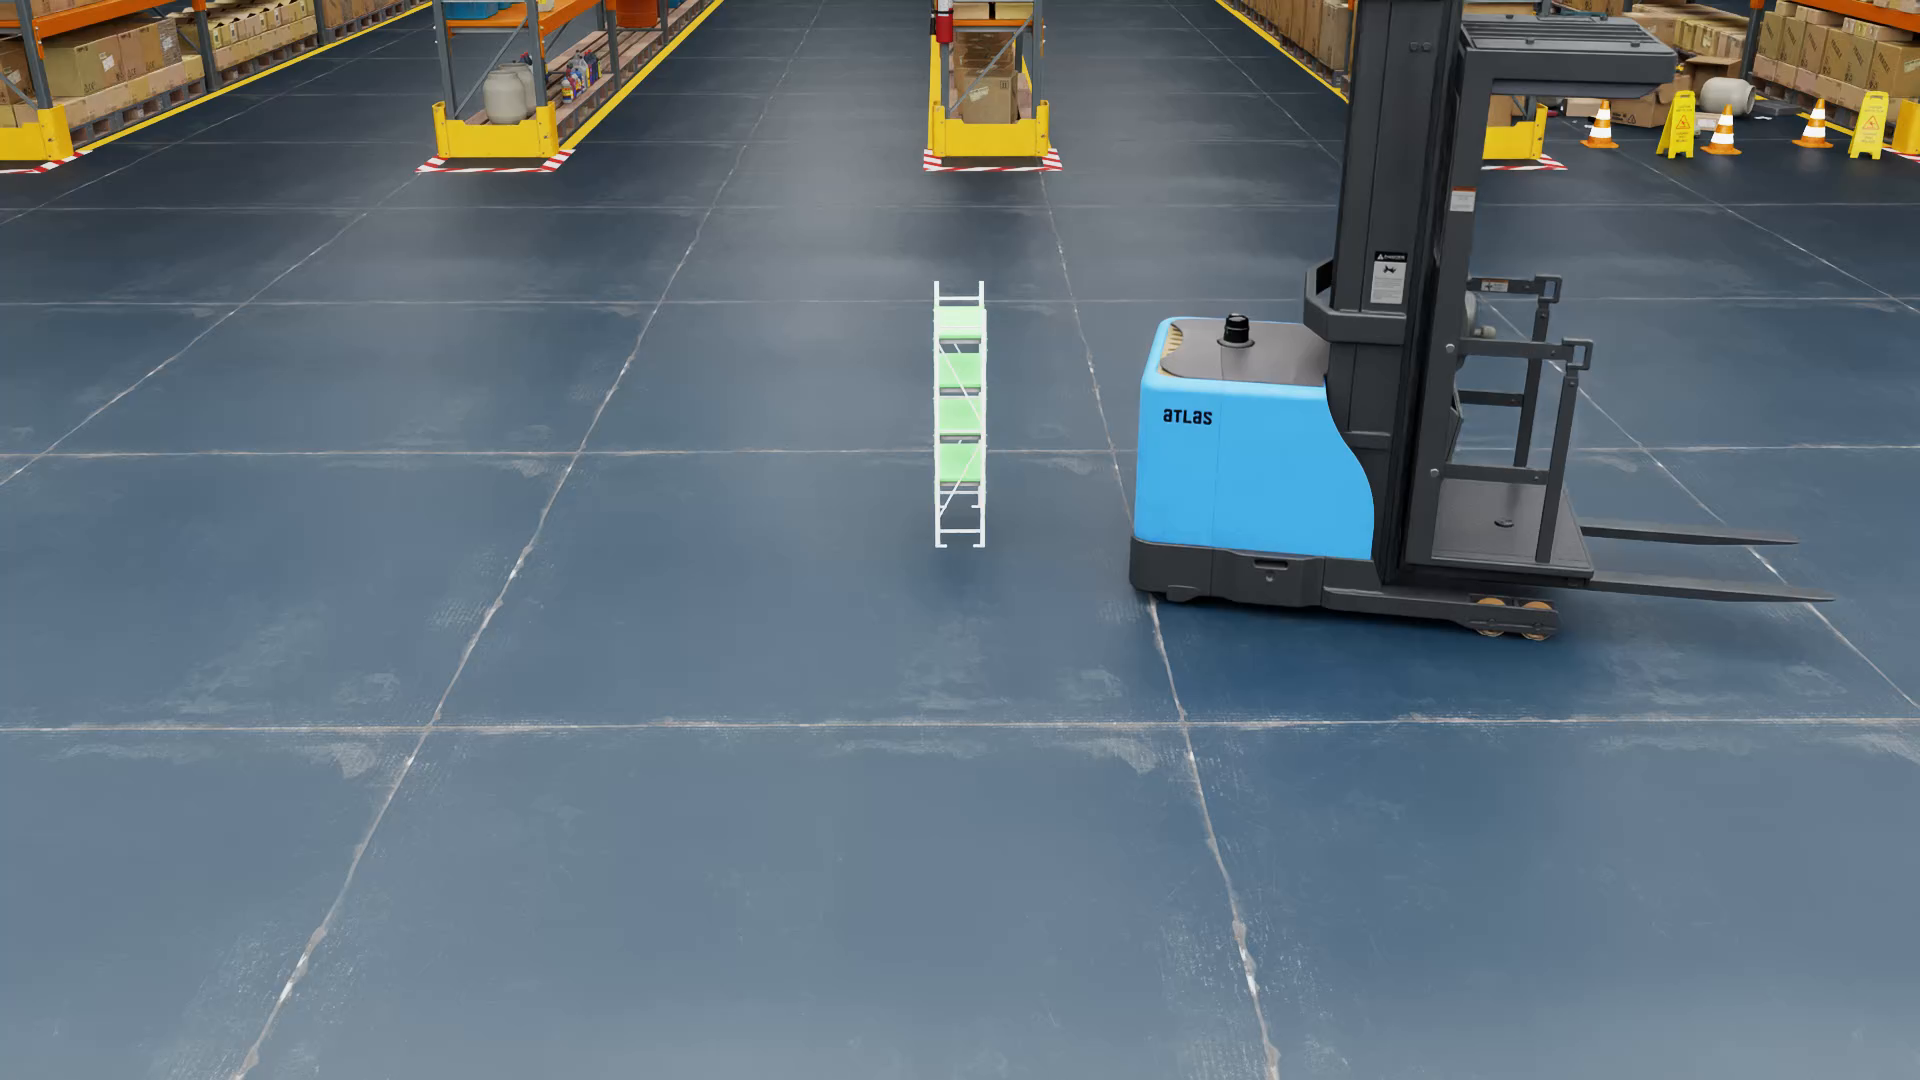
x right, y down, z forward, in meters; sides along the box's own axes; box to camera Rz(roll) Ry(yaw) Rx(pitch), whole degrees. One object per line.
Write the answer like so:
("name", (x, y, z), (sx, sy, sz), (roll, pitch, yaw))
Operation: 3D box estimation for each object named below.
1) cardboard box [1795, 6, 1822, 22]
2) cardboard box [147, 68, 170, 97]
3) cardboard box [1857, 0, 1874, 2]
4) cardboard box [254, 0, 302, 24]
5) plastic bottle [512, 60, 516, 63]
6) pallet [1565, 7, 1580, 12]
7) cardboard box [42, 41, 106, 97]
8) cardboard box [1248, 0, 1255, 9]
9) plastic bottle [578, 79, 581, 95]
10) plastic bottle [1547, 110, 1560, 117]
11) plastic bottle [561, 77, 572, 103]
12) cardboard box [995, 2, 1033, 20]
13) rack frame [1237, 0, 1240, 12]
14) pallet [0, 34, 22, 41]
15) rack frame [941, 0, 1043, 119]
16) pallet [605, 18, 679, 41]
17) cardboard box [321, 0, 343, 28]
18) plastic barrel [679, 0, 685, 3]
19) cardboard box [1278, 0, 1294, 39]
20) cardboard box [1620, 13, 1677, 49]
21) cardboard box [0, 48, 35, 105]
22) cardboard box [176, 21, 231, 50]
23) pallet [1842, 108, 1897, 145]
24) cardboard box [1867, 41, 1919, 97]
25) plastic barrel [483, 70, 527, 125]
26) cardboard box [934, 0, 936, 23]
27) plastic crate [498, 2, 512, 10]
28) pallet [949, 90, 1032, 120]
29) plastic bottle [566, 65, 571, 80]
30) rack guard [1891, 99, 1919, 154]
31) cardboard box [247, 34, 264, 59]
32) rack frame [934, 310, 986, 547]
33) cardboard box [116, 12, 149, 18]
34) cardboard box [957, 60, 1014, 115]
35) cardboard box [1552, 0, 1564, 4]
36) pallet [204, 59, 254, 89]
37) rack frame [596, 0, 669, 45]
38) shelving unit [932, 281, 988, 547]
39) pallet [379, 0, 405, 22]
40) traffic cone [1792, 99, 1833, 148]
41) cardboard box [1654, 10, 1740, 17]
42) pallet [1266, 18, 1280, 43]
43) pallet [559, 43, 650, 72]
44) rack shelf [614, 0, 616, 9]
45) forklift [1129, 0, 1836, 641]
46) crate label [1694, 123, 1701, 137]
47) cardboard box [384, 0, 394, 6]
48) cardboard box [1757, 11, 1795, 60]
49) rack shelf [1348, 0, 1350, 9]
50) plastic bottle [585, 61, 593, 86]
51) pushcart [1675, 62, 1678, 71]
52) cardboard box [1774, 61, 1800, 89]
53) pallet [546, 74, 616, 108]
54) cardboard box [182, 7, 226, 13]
("cardboard box", (9.858, -6.051, 19.119), (0.380, 0.149, 0.250), (1, 24, 1))
("cardboard box", (-9.403, -5.232, 19.006), (0.500, 0.250, 0.500), (0, 24, -1))
("cardboard box", (9.914, -5.901, 17.961), (0.380, 0.149, 0.250), (-1, 24, -1))
("cardboard box", (-9.422, -7.309, 22.918), (0.500, 0.311, 0.500), (-1, 24, -1))
("plastic bottle", (-5.089, -5.323, 19.059), (0.144, 0.351, 0.185), (0, 24, -1))
("pallet", (10.185, -8.188, 26.097), (1.003, 0.211, 1.213), (0, 24, -1))
("cardboard box", (-9.390, -4.956, 17.484), (0.500, 0.500, 0.500), (0, 24, -1))
("cardboard box", (4.887, -8.745, 26.469), (0.500, 0.500, 0.500), (1, 24, 2))
("plastic bottle", (-4.360, -5.166, 18.893), (0.097, 0.201, 0.097), (0, 24, 0))
("plastic bottle", (6.667, -4.845, 18.889), (0.283, 0.061, 0.133), (-9, 26, -19))
("plastic bottle", (-4.354, -4.974, 18.385), (0.097, 0.271, 0.097), (0, 24, 0))
("cardboard box", (0.542, -5.295, 16.621), (0.380, 0.149, 0.250), (0, 24, -1))
("rack frame", (5.137, -10.216, 27.198), (1.000, 3.000, 0.127), (0, 24, -1))
("pallet", (-14.573, -7.575, 24.742), (1.003, 0.211, 1.213), (0, 24, -1))
("rack frame", (0.307, -5.291, 16.308), (1.000, 3.000, 0.127), (0, 24, -1))
("pallet", (-4.783, -7.619, 24.840), (1.003, 0.211, 1.213), (0, 24, -1))
("cardboard box", (-9.405, -7.794, 24.343), (0.500, 0.500, 0.500), (1, 24, 2))
("plastic barrel", (-4.788, -9.224, 27.042), (0.600, 0.901, 0.708), (0, 24, -1))
("cardboard box", (5.097, -7.483, 23.375), (1.050, 0.750, 0.750), (-1, 24, -1))
("cardboard box", (8.393, -6.169, 20.365), (0.500, 0.500, 0.500), (0, 24, -1))
("cardboard box", (-9.902, -4.747, 17.024), (0.500, 0.500, 0.500), (0, 24, -1))
("cardboard box", (-9.398, -6.261, 20.600), (0.500, 0.311, 0.500), (0, 24, 0))
("pallet", (10.242, -4.431, 17.791), (1.003, 0.211, 1.213), (0, 24, -1))
("cardboard box", (9.947, -4.944, 17.459), (0.500, 0.500, 0.500), (0, 24, 0))
("plastic barrel", (-4.729, -4.597, 17.283), (0.421, 0.512, 0.421), (0, 24, 0))
("cardboard box", (0.233, -8.095, 24.577), (1.225, 0.875, 0.875), (-1, 24, -3))
("plastic crate", (-4.952, -5.673, 17.334), (0.499, 0.251, 0.408), (0, 24, -1))
("pallet", (0.322, -4.888, 18.801), (1.003, 0.211, 1.213), (0, 24, -1))
("plastic bottle", (-4.497, -5.335, 19.169), (0.061, 0.283, 0.133), (0, 24, -1))
("rack guard", (10.216, -4.227, 16.990), (1.175, 0.500, 0.348), (0, 24, -1))
("cardboard box", (-9.412, -6.426, 21.645), (0.500, 0.250, 0.500), (-1, 24, -2))
("rack frame", (0.001, -0.514, 7.931), (0.240, 1.200, 0.015), (0, 24, -1))
("cardboard box", (-9.950, -5.984, 19.757), (0.500, 0.500, 0.500), (0, 24, -1))
("cardboard box", (0.276, -4.847, 17.850), (0.500, 0.500, 0.500), (6, 25, 13))
("cardboard box", (10.172, -9.248, 27.126), (0.875, 0.875, 0.875), (0, 24, 1))
("pallet", (-9.690, -5.929, 21.102), (1.003, 0.211, 1.213), (0, 24, -1))
("rack frame", (-4.733, -8.565, 23.547), (1.000, 3.000, 0.127), (0, 24, -1))
("shelving unit", (-0.002, -0.615, 8.154), (0.258, 1.200, 0.503), (0, 24, -1))
("pallet", (-9.683, -8.587, 26.980), (1.003, 0.211, 1.213), (0, 24, -1))
("traffic cone", (8.922, -4.351, 17.308), (0.336, 0.463, 0.334), (0, 24, -1))
("cardboard box", (10.141, -7.089, 22.963), (0.950, 0.372, 0.625), (-1, 24, -2))
("pallet", (5.173, -7.619, 24.840), (1.003, 0.211, 1.213), (0, 24, -1))
("pallet", (-4.753, -6.473, 22.307), (1.003, 0.211, 1.213), (0, 24, -1))
("rack shelf", (-4.711, -7.413, 21.873), (1.077, 0.370, 4.000), (0, 24, -1))
("forklift", (2.347, -1.134, 7.202), (3.031, 2.935, 1.130), (5, 25, 10))
("crate label", (7.745, -4.381, 17.770), (0.250, 0.136, 0.298), (-14, 28, -28))
("cardboard box", (-9.441, -8.848, 26.673), (0.500, 0.500, 0.500), (0, 24, 0))
("cardboard box", (9.909, -6.019, 19.836), (0.500, 0.500, 0.500), (1, 24, 2))
("rack shelf", (5.202, -7.416, 21.880), (1.077, 0.370, 4.000), (0, 24, -1))
("plastic bottle", (-4.349, -5.469, 19.465), (0.061, 0.283, 0.133), (1, 24, 3))
("pushcart", (7.893, -5.758, 20.523), (1.648, 0.377, 0.936), (-9, 26, -19))
("cardboard box", (9.926, -5.458, 19.504), (0.500, 0.250, 0.500), (1, 24, 2))
("pallet", (-4.724, -5.369, 19.865), (1.003, 0.211, 1.213), (0, 24, -1))
("cardboard box", (-9.950, -6.883, 21.974), (0.500, 0.311, 0.500), (-1, 24, -1))
